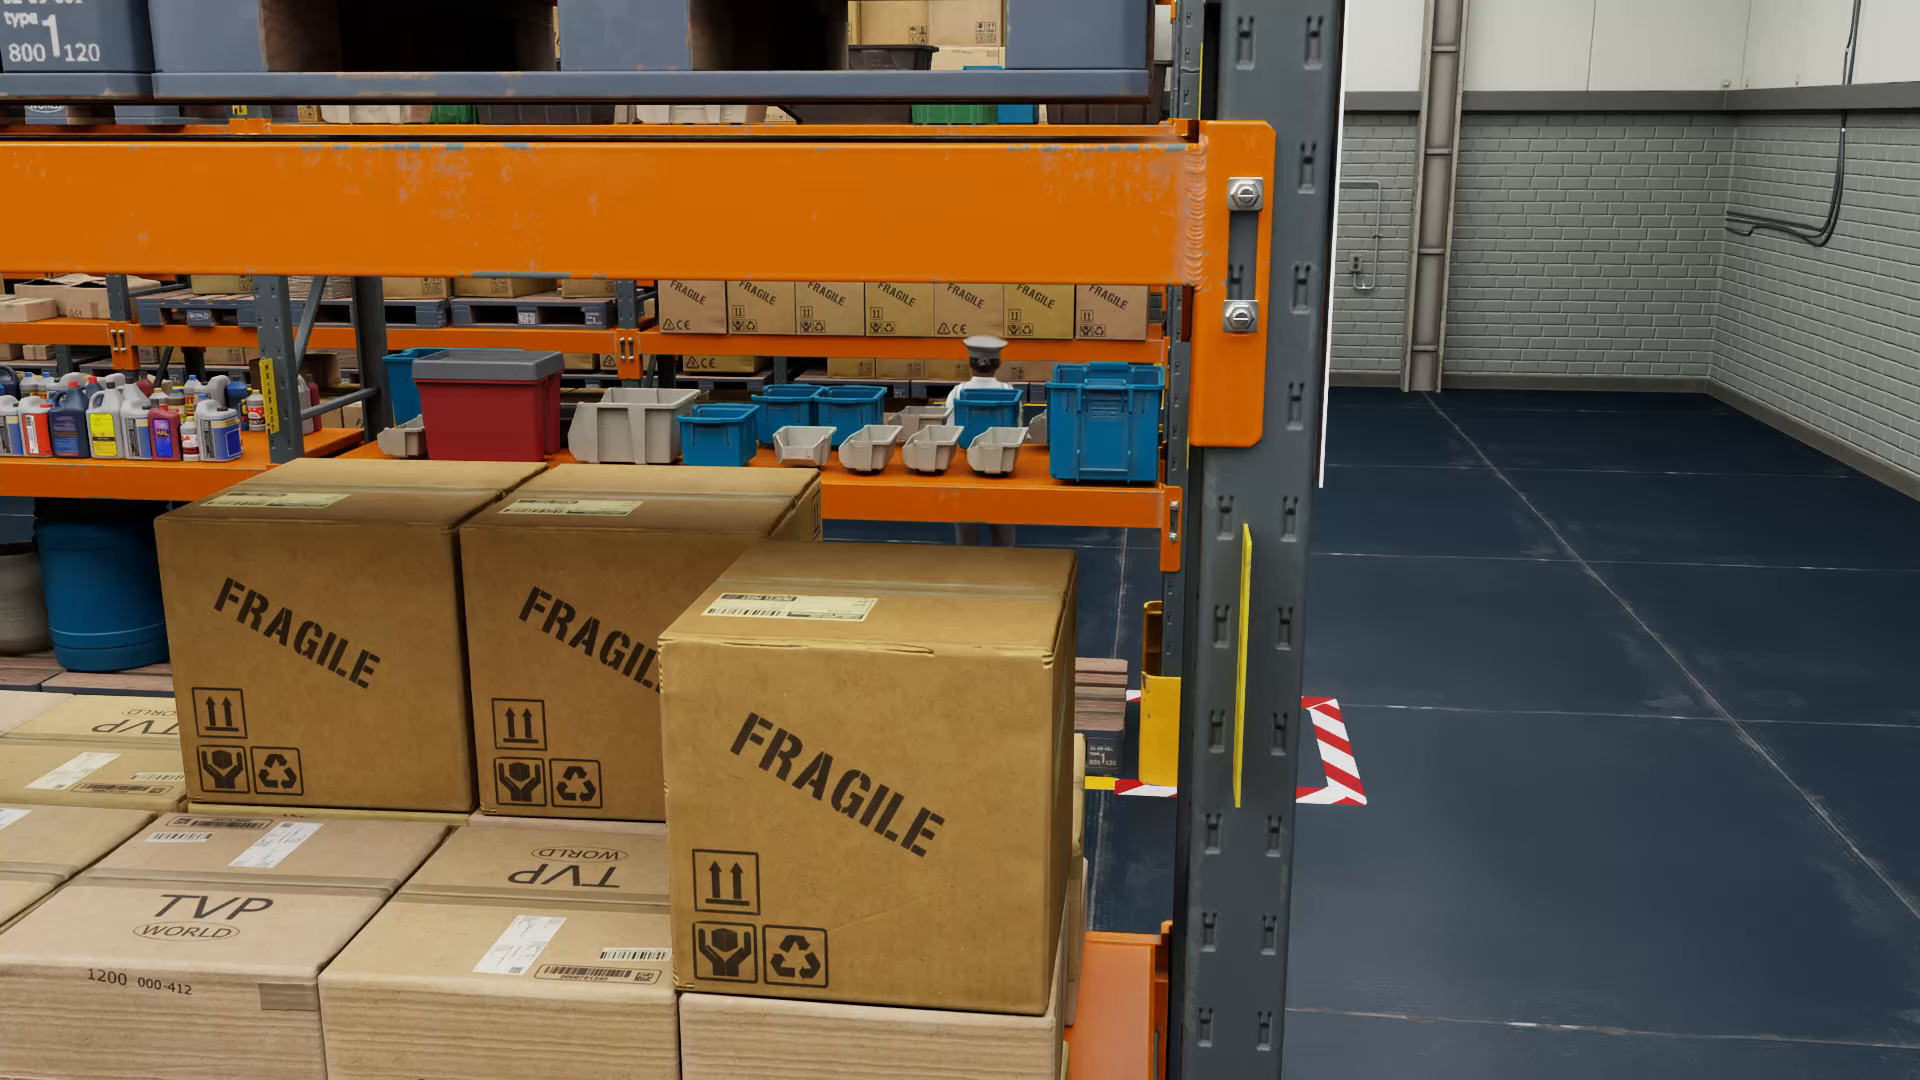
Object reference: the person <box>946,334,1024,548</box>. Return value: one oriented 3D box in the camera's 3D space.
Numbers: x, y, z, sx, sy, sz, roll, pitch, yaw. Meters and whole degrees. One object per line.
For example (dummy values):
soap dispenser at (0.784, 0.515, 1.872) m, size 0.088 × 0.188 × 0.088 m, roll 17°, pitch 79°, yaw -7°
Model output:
person at (0.143, -0.304, 9.277) m, size 0.463 × 1.677 × 0.397 m, roll 2°, pitch 14°, yaw 7°
